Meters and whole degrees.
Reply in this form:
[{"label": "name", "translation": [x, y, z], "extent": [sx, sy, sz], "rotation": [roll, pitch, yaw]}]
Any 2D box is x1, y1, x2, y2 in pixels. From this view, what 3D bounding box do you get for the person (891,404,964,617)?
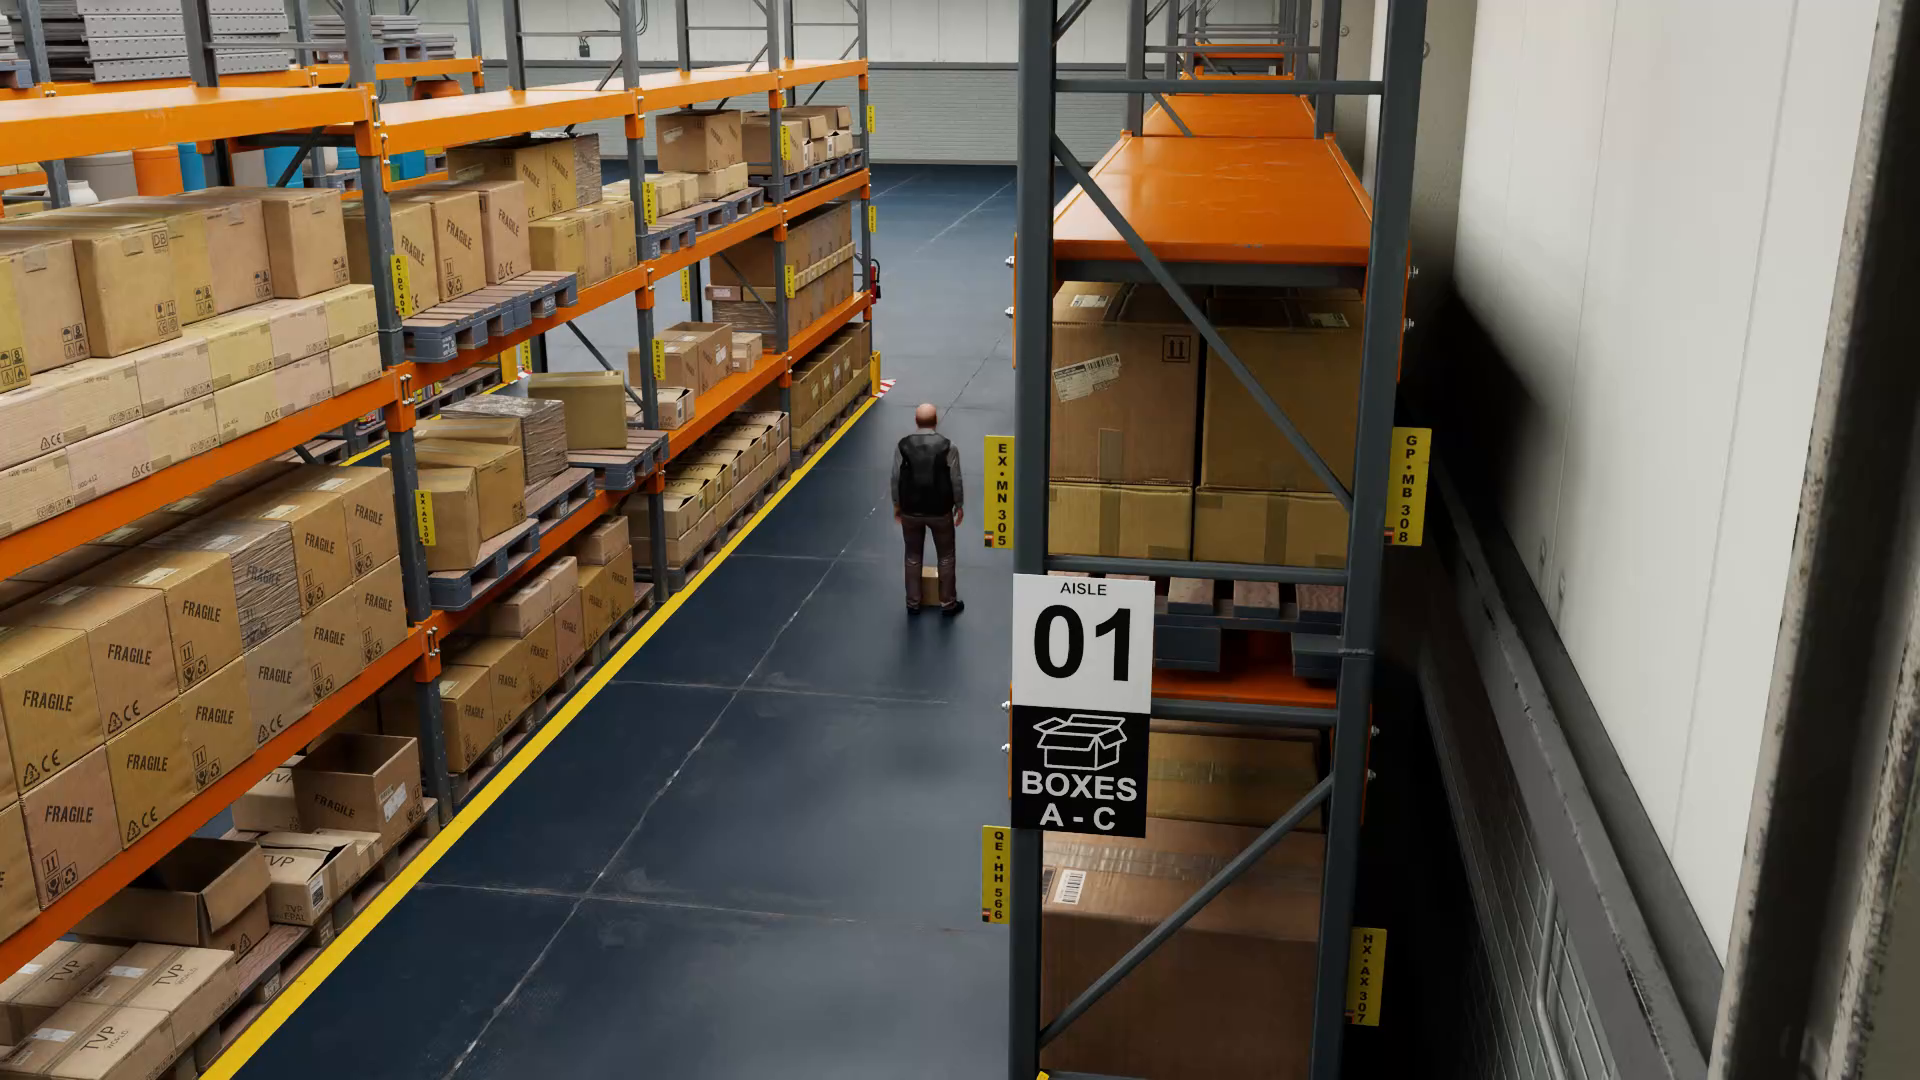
[{"label": "person", "translation": [-0.261, -0.231, 13.313], "extent": [0.582, 1.721, 0.412], "rotation": [3, 18, 8]}]
